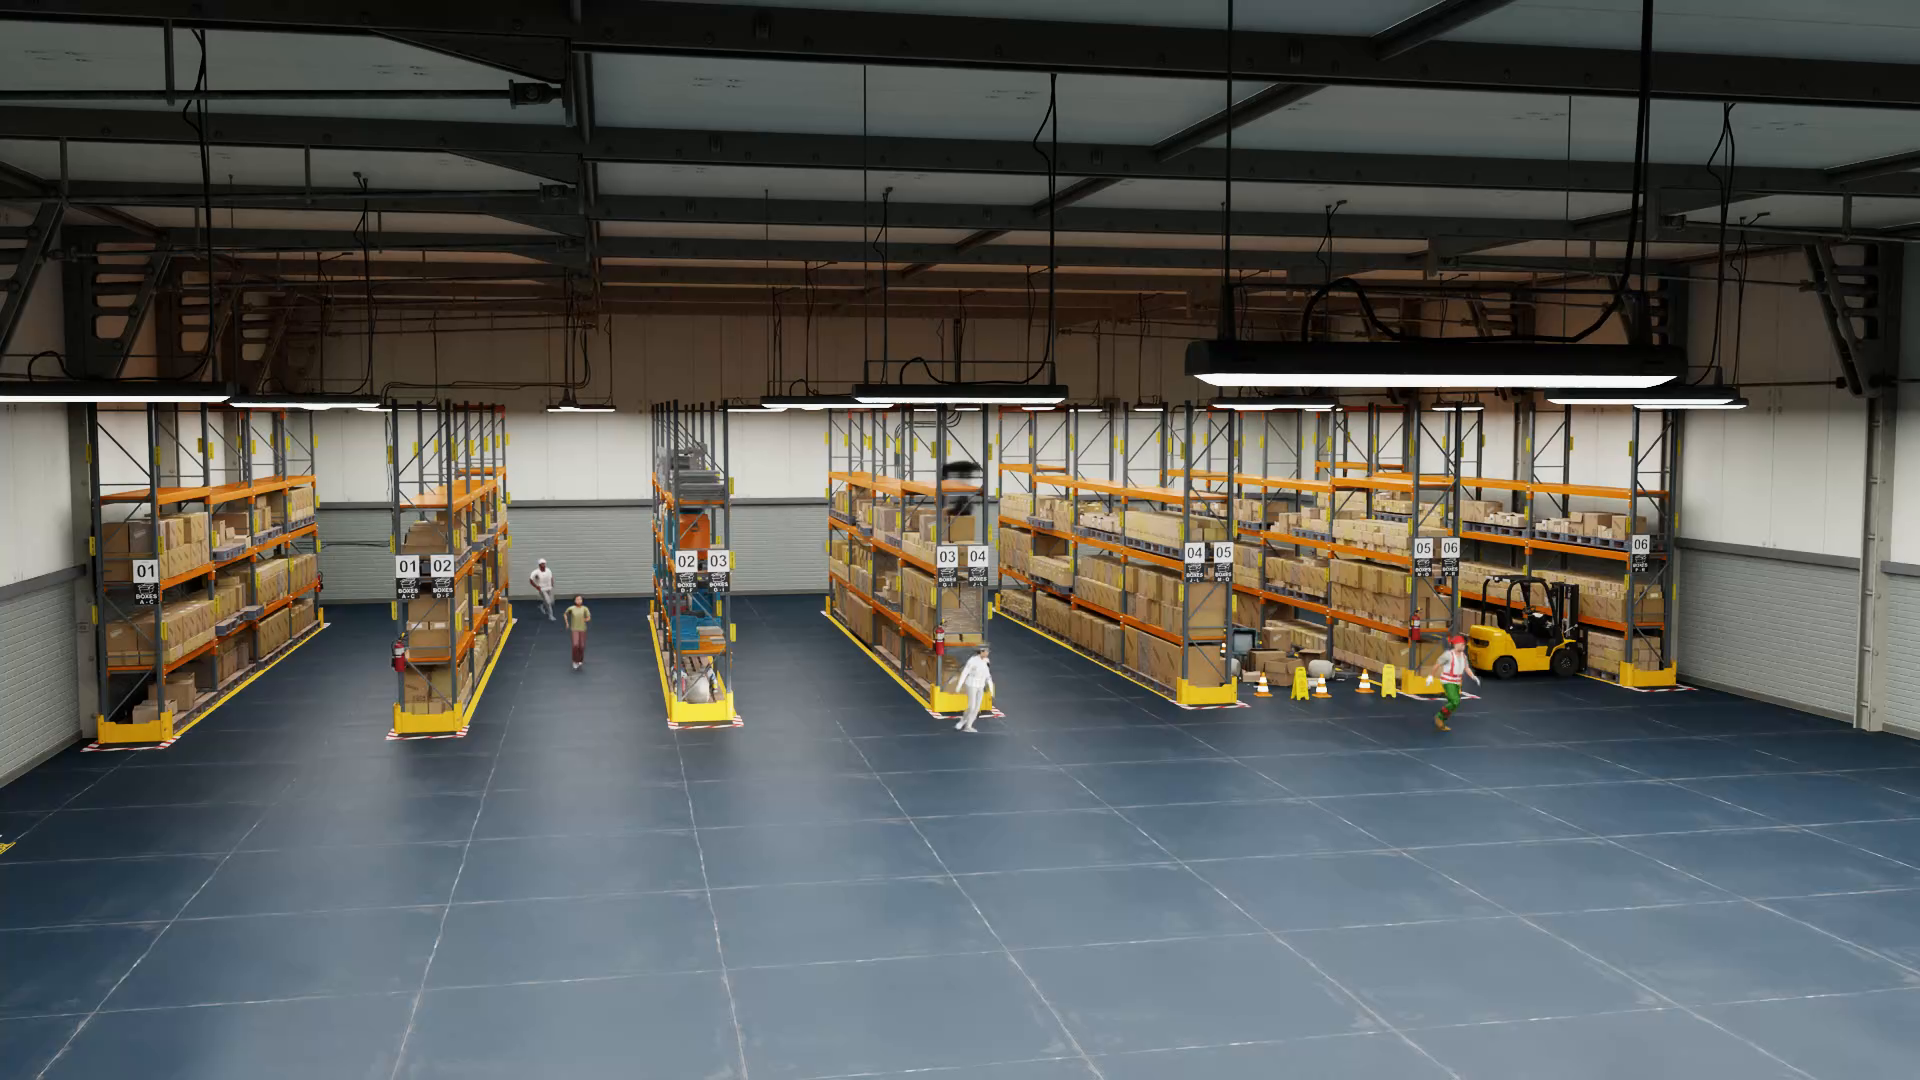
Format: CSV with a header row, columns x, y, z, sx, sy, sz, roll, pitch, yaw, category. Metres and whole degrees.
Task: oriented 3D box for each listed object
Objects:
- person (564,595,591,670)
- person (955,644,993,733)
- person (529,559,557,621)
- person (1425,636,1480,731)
x,y,z,sx,sy,sz,roll,pitch,yaw,category
-8.594,2.068,37.441,0.565,1.687,0.688,-2,5,-22,person
0.264,2.665,29.915,0.633,1.632,0.543,-4,6,-39,person
-11.616,1.382,46.326,0.800,1.722,0.692,4,6,42,person
8.902,2.591,29.956,0.652,1.742,0.812,-3,5,-38,person
